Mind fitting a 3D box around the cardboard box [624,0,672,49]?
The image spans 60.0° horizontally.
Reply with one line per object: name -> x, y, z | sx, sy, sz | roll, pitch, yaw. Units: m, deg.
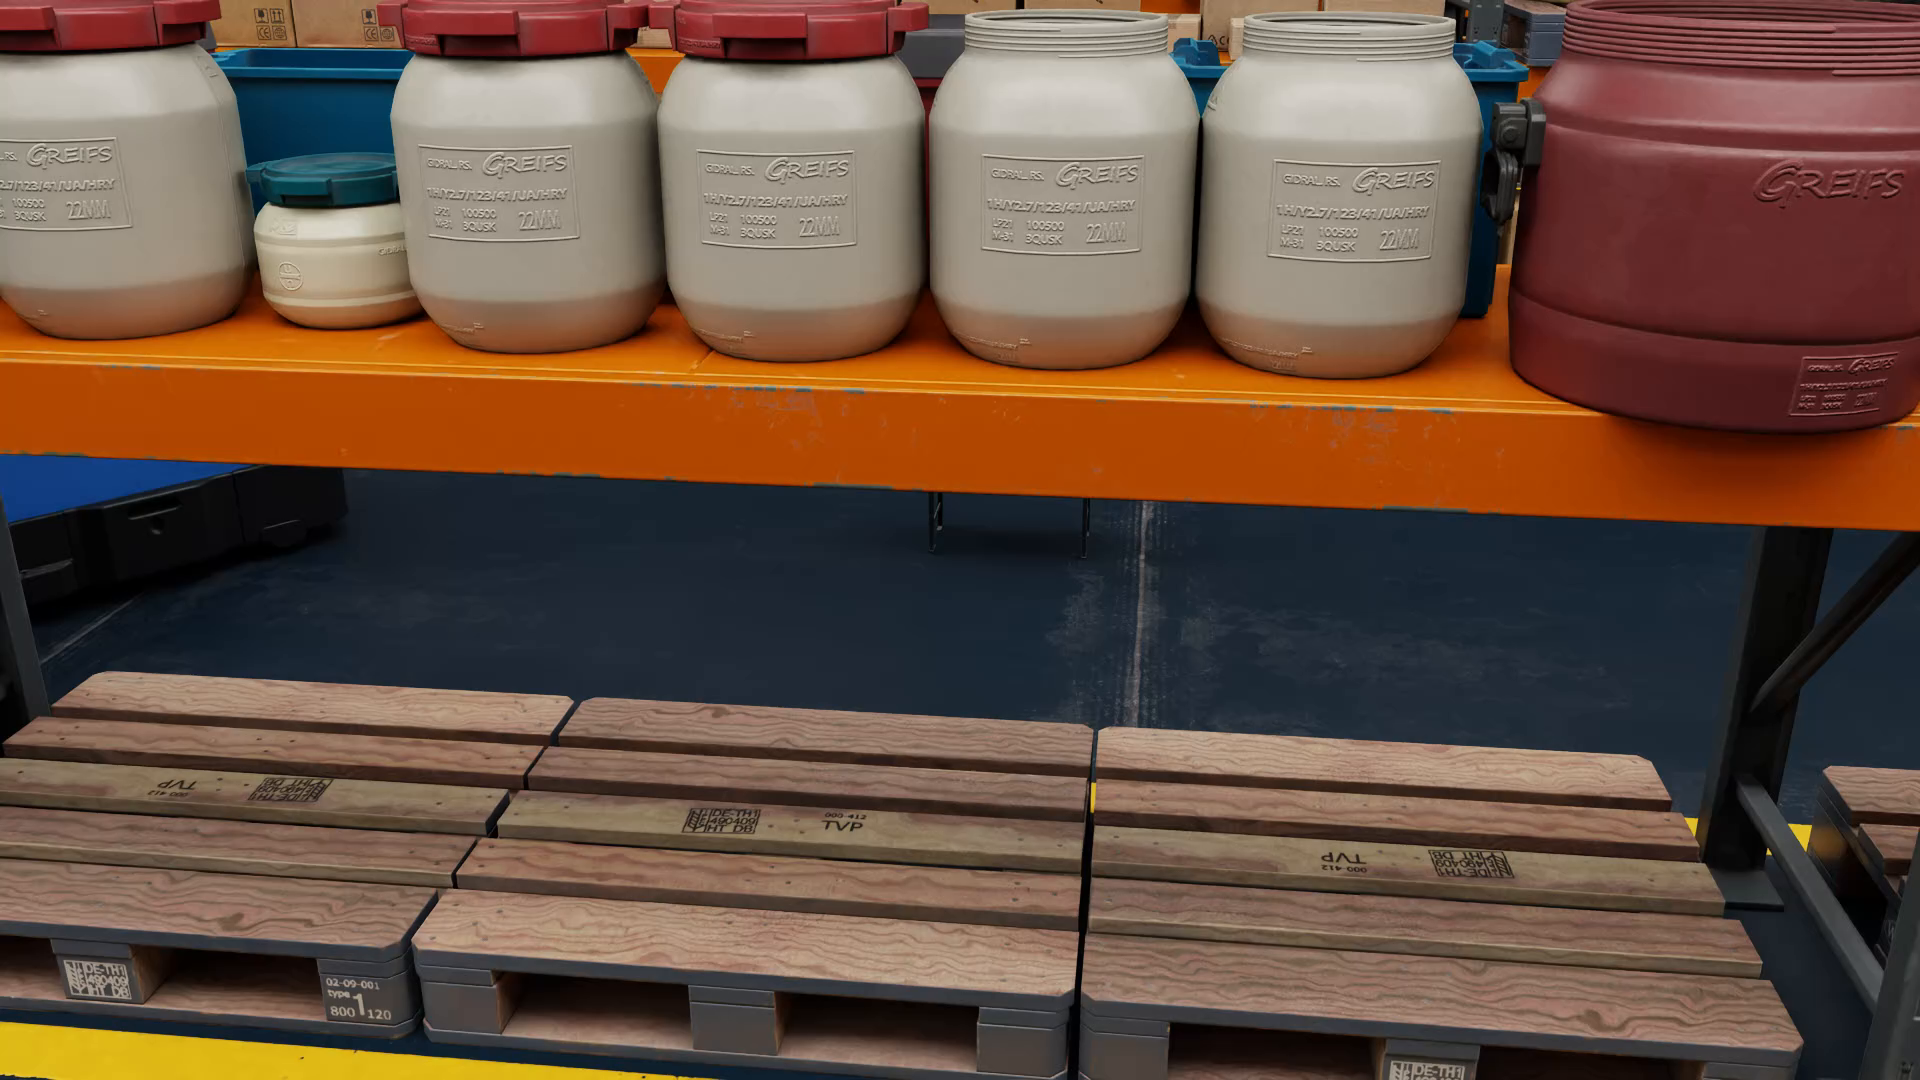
cardboard box -> -1.266, -2.426, 7.700 | 0.500, 0.250, 0.500 | 4, 22, 10

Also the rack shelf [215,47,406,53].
rack shelf -> -3.746, -2.253, 8.037 | 4.000, 0.370, 1.077 | 2, 22, 6

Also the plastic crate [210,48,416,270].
plastic crate -> -1.214, -0.751, 3.281 | 0.575, 0.384, 0.392 | 2, 22, 6

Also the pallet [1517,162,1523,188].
pallet -> 3.566, -2.778, 12.180 | 1.213, 0.211, 1.003 | 2, 22, 6

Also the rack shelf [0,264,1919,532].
rack shelf -> -0.360, -0.272, 3.025 | 4.000, 0.370, 1.077 | 2, 22, 6

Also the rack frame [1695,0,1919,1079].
rack frame -> 1.626, -0.520, 2.674 | 0.127, 3.000, 1.000 | 2, 22, 6

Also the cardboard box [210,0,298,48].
cardboard box -> -3.223, -2.608, 7.821 | 0.500, 0.500, 0.700 | 3, 22, 7

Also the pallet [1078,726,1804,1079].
pallet -> 0.861, 0.729, 3.308 | 1.213, 0.211, 1.003 | 2, 22, 6

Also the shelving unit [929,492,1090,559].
shelving unit -> 0.164, -0.551, 5.201 | 0.503, 1.200, 0.258 | 2, 22, 6

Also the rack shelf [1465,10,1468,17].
rack shelf -> 4.778, -3.716, 11.737 | 4.000, 0.370, 1.077 | 2, 22, 6

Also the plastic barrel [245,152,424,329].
plastic barrel -> -1.050, -0.515, 2.851 | 0.301, 0.262, 0.301 | 0, 22, 0

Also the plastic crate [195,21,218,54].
plastic crate -> -1.829, -0.813, 3.330 | 0.583, 0.464, 0.402 | 2, 22, 6

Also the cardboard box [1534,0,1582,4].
cardboard box -> 2.851, -2.584, 7.188 | 0.500, 0.500, 0.700 | -5, 22, -12

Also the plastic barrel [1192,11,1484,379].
plastic barrel -> 0.579, -0.538, 2.569 | 0.421, 0.512, 0.421 | 0, 22, 0

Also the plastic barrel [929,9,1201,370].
plastic barrel -> 0.161, -0.556, 2.615 | 0.421, 0.512, 0.421 | 0, 22, 0

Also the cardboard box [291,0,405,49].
cardboard box -> -2.726, -2.585, 7.762 | 0.500, 0.500, 0.700 | 2, 22, 6

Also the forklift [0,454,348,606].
forklift -> -3.417, -1.126, 4.301 | 3.031, 2.935, 1.130 | -20, 29, -40

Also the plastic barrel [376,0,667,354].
plastic barrel -> -0.693, -0.603, 2.699 | 0.433, 0.535, 0.433 | 0, 22, 0

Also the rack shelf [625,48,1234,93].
rack shelf -> 0.226, -2.080, 7.599 | 4.000, 0.370, 1.077 | 2, 22, 6

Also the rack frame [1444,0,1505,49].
rack frame -> 2.213, -2.328, 7.248 | 0.127, 3.000, 1.000 | 2, 22, 6

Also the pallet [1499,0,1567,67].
pallet -> 2.894, -2.235, 7.274 | 1.003, 0.211, 1.213 | 2, 22, 6

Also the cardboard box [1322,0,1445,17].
cardboard box -> 1.856, -2.318, 7.345 | 0.500, 0.311, 0.500 | 4, 22, 10

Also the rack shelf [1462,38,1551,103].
rack shelf -> 4.199, -1.907, 7.162 | 4.000, 0.370, 1.077 | 2, 22, 6

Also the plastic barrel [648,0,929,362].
plastic barrel -> -0.264, -0.584, 2.652 | 0.433, 0.535, 0.433 | 0, 22, 0

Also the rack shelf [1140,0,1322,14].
rack shelf -> 0.806, -3.889, 12.175 | 4.000, 0.370, 1.077 | 2, 22, 6

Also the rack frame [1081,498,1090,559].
rack frame -> 0.407, -0.540, 5.174 | 0.015, 1.200, 0.240 | 2, 22, 6

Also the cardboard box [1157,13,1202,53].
cardboard box -> 0.940, -2.246, 7.382 | 0.250, 0.149, 0.380 | 4, 22, 10

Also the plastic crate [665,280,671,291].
plastic crate -> -0.584, -0.622, 3.221 | 0.662, 0.188, 0.450 | 2, 22, 6

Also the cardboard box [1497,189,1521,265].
cardboard box -> 2.631, -1.246, 7.313 | 0.500, 0.500, 0.500 | 3, 22, 9

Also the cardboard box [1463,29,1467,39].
cardboard box -> 3.507, -3.253, 11.940 | 0.750, 0.750, 0.750 | 2, 22, 6

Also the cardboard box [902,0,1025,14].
cardboard box -> 0.022, -2.464, 7.456 | 0.500, 0.500, 0.500 | 3, 22, 6

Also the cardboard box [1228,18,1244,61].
cardboard box -> 1.287, -2.149, 7.138 | 0.250, 0.149, 0.380 | 2, 22, 6

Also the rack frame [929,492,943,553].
rack frame -> -0.078, -0.561, 5.228 | 0.015, 1.200, 0.240 | 2, 22, 6

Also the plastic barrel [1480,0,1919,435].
plastic barrel -> 1.129, -0.492, 2.420 | 0.708, 0.536, 0.600 | 2, 22, 6

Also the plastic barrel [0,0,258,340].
plastic barrel -> -1.422, -0.634, 2.780 | 0.433, 0.535, 0.433 | 0, 22, 0

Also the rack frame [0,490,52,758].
rack frame -> -2.346, -0.693, 3.112 | 0.127, 3.000, 1.000 | 2, 22, 6

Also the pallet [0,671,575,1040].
pallet -> -1.562, 0.624, 3.575 | 1.213, 0.211, 1.003 | 2, 22, 6

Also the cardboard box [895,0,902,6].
cardboard box -> -0.476, -2.486, 7.511 | 0.500, 0.500, 0.500 | 4, 22, 10

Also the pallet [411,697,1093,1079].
pallet -> -0.347, 0.676, 3.443 | 1.213, 0.211, 1.003 | 2, 22, 6

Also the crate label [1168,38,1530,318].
crate label -> 0.671, -0.678, 3.026 | 0.616, 0.435, 0.502 | 2, 22, 6

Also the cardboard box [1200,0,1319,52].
cardboard box -> 1.347, -2.396, 7.541 | 0.500, 0.311, 0.500 | 2, 22, 6

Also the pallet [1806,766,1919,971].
pallet -> 2.414, 0.796, 3.139 | 1.213, 0.211, 1.003 | 2, 22, 6

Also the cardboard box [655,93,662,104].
cardboard box -> -2.216, -3.382, 12.716 | 0.500, 0.500, 0.500 | 1, 22, 2

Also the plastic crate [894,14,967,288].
plastic crate -> 0.057, -0.731, 3.122 | 0.583, 0.464, 0.402 | 2, 22, 6

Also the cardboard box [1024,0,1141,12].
cardboard box -> 0.544, -2.441, 7.398 | 0.500, 0.500, 0.500 | 1, 22, 3
